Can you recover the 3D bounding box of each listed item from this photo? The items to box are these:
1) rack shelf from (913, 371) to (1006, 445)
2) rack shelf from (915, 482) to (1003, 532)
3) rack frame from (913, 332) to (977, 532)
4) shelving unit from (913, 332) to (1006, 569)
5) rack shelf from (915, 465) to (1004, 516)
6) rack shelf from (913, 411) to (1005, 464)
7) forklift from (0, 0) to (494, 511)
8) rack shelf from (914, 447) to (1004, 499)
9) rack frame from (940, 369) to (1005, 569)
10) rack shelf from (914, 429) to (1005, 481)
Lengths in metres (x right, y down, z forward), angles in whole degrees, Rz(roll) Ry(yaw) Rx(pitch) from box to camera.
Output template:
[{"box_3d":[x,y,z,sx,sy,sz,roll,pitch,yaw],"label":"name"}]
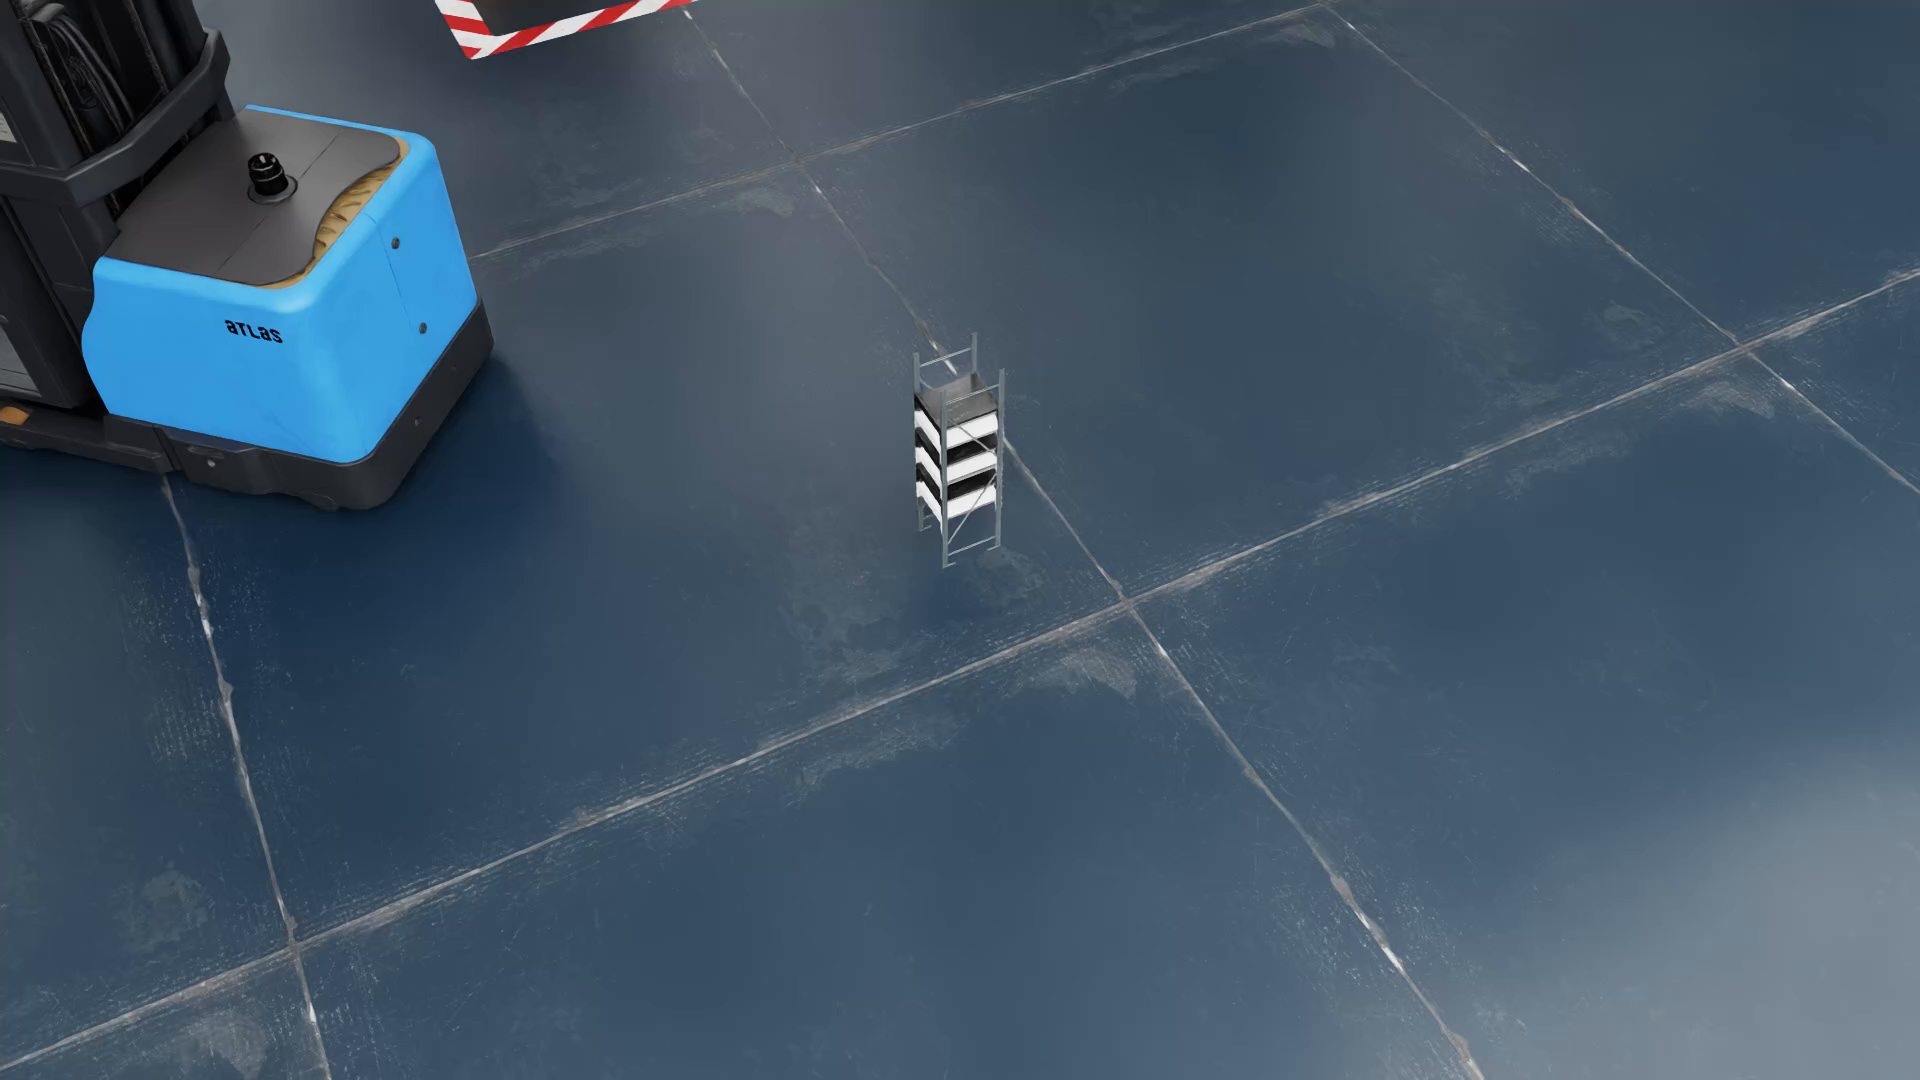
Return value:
[{"box_3d":[-0.004,-0.458,5.738,0.258,0.077,0.200,-21,52,-18],"label":"rack shelf"},{"box_3d":[-0.004,-0.161,6.077,0.258,0.077,0.200,-21,52,-18],"label":"rack shelf"},{"box_3d":[-0.050,-0.370,5.976,0.240,0.900,0.006,-21,52,-18],"label":"rack frame"},{"box_3d":[-0.004,-0.302,5.916,0.258,0.900,0.210,-21,52,-18],"label":"shelving unit"},{"box_3d":[-0.004,-0.220,6.009,0.258,0.077,0.200,-21,52,-18],"label":"rack shelf"},{"box_3d":[-0.004,-0.398,5.806,0.258,0.077,0.200,-21,52,-18],"label":"rack shelf"},{"box_3d":[-3.497,-1.698,5.788,3.031,2.935,1.130,12,50,10],"label":"forklift"},{"box_3d":[-0.004,-0.280,5.941,0.258,0.077,0.200,-21,52,-18],"label":"rack shelf"},{"box_3d":[0.043,-0.234,5.857,0.240,0.900,0.006,-21,52,-18],"label":"rack frame"},{"box_3d":[-0.004,-0.339,5.873,0.258,0.077,0.200,-21,52,-18],"label":"rack shelf"}]
